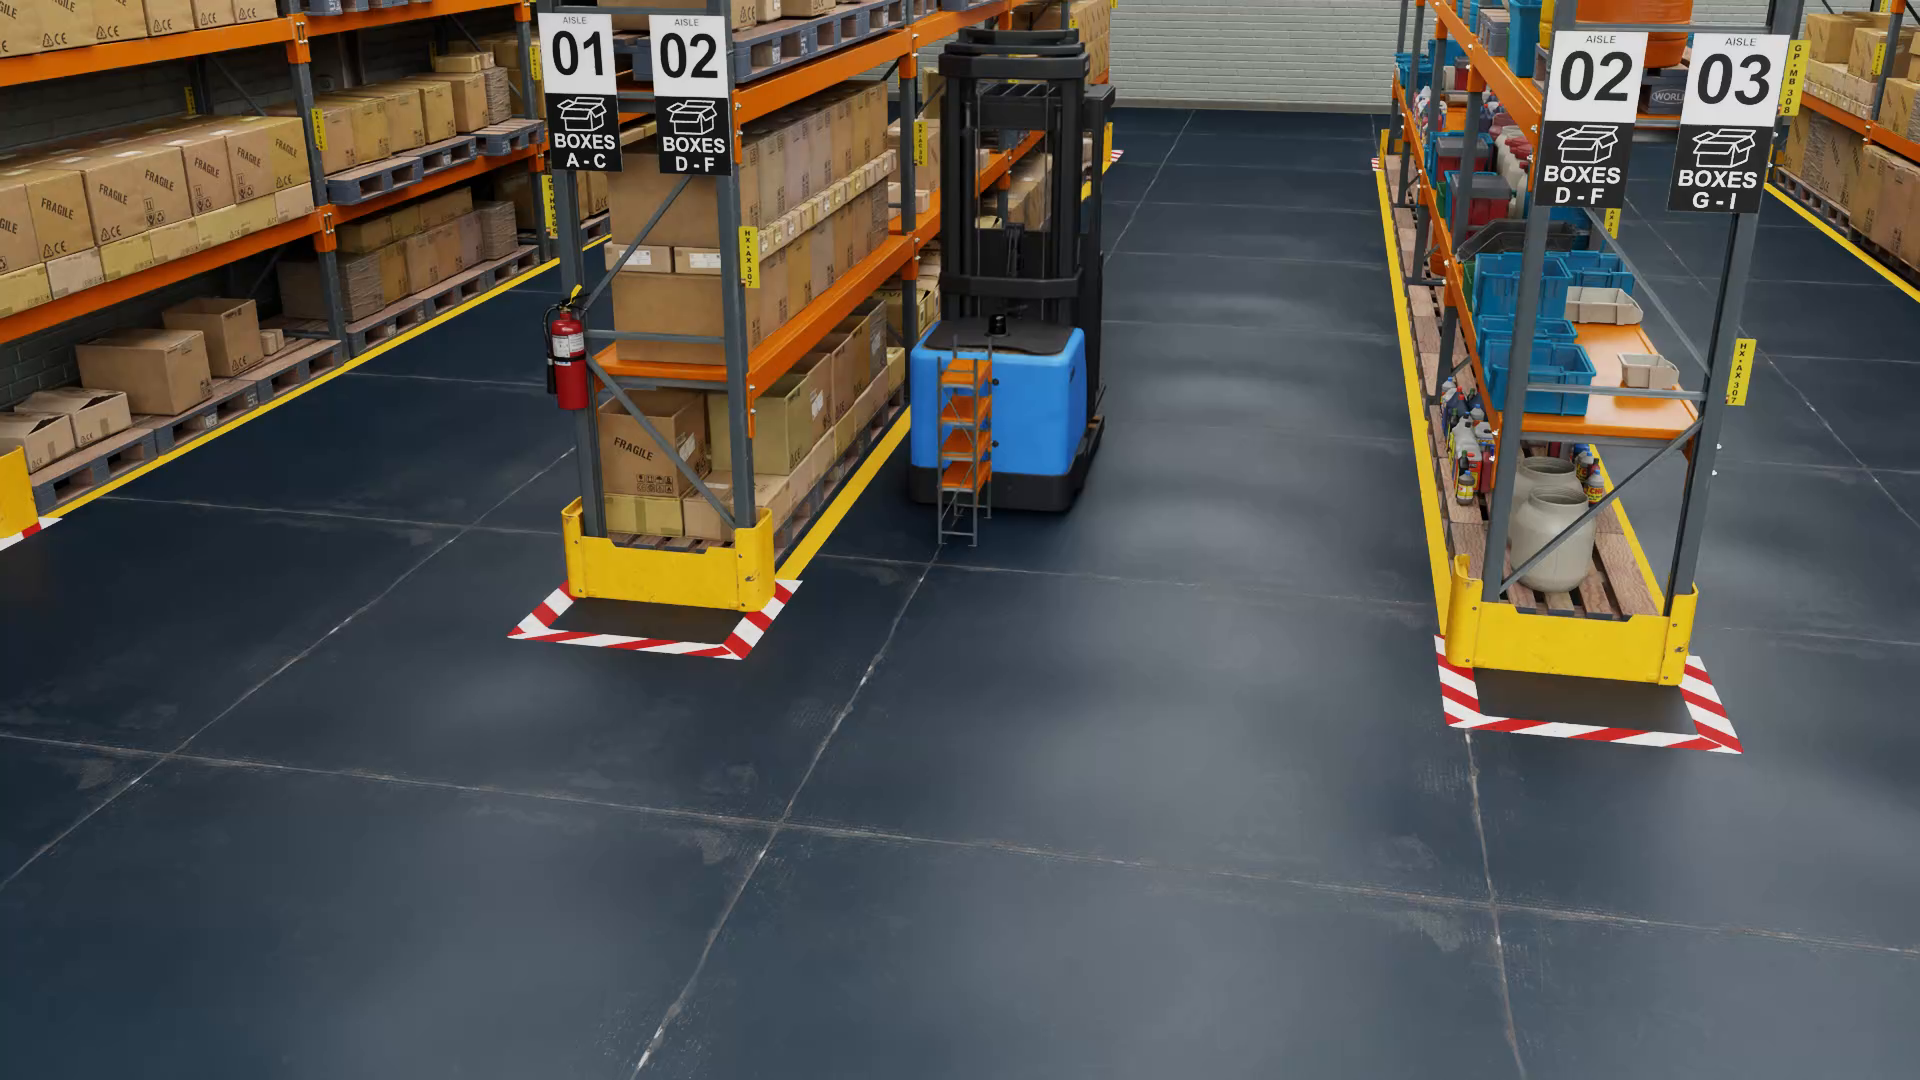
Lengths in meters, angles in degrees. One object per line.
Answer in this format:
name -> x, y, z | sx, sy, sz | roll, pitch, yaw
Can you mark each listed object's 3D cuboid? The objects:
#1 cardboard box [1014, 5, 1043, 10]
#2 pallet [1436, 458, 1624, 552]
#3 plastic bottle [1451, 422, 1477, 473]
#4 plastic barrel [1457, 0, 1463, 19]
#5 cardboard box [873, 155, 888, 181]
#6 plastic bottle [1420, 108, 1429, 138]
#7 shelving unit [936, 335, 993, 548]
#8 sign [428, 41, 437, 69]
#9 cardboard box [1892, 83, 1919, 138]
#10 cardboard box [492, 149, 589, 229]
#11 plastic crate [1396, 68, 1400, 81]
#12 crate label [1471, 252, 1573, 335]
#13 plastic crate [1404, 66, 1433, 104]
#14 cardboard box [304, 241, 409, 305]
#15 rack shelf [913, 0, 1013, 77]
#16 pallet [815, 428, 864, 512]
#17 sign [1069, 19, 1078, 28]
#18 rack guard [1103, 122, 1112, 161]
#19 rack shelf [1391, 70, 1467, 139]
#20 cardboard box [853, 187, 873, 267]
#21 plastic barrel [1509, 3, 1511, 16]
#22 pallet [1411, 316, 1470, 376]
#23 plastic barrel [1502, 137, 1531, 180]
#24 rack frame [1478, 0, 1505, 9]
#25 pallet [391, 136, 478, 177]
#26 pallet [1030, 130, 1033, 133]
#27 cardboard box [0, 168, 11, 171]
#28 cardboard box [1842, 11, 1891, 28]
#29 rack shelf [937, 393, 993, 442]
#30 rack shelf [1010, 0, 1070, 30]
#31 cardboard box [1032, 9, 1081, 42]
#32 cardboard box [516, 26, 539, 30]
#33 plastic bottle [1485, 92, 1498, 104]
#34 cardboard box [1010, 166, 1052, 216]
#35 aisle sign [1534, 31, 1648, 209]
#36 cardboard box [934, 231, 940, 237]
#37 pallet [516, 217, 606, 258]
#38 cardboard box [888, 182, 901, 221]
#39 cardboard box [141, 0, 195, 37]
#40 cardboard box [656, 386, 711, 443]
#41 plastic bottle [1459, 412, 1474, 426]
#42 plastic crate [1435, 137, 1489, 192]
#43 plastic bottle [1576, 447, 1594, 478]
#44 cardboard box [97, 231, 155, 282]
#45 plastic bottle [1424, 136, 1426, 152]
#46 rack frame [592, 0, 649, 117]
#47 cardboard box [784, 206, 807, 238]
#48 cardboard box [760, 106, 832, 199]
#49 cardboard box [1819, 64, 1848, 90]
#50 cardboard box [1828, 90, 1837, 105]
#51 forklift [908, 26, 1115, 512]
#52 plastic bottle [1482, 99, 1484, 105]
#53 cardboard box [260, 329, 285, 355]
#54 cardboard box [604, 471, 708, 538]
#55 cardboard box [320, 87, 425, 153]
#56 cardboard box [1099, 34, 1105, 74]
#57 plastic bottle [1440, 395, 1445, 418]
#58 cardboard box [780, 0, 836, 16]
cardboard box -> 0.746, -6.389, 20.730 | 0.500, 0.500, 0.500 | 4, 22, 10
pallet -> 3.585, -0.198, 10.564 | 1.003, 0.211, 1.213 | 4, 22, 11
plastic bottle -> 3.276, -0.601, 10.788 | 0.144, 0.351, 0.185 | 5, 23, 13
plastic barrel -> 4.168, -4.487, 12.793 | 0.600, 0.901, 0.708 | 4, 22, 11
cardboard box -> -0.737, -2.702, 12.045 | 0.380, 0.149, 0.250 | 4, 22, 10
plastic bottle -> 4.798, -4.275, 17.020 | 0.144, 0.351, 0.185 | 4, 22, 11
shelving unit -> 0.031, -0.610, 10.262 | 0.258, 1.200, 0.503 | 4, 22, 10
sign -> -5.416, -4.978, 17.149 | 0.100, 0.325, 0.005 | 4, 22, 11
cardboard box -> 10.051, -4.443, 17.237 | 0.500, 0.500, 0.500 | 4, 22, 11
cardboard box -> -4.594, -3.857, 18.230 | 0.750, 0.750, 0.750 | 4, 22, 10
plastic crate -> 5.801, -6.052, 21.637 | 0.250, 0.136, 0.298 | 4, 22, 11
crate label -> 3.305, -1.429, 9.840 | 0.502, 0.435, 0.616 | 4, 22, 11
plastic crate -> 5.404, -5.325, 19.501 | 0.392, 0.384, 0.575 | 4, 22, 11
cardboard box -> -5.498, -2.445, 15.166 | 0.700, 0.500, 0.500 | 4, 22, 10
rack shelf -> -0.430, -4.350, 14.087 | 1.077, 0.370, 4.000 | 4, 22, 11
pallet -> -1.288, -0.532, 11.392 | 1.003, 0.211, 1.213 | 4, 22, 11
sign -> 1.338, -5.983, 19.643 | 0.100, 0.325, 0.005 | 4, 22, 11
rack guard -> 1.595, -5.762, 23.992 | 1.175, 0.500, 0.348 | 4, 22, 11
rack shelf -> 6.050, -5.505, 20.971 | 1.077, 0.370, 4.000 | 4, 22, 11
cardboard box -> -1.024, -2.251, 11.794 | 0.700, 0.500, 0.500 | 4, 22, 10
plastic barrel -> 3.702, -3.645, 10.140 | 0.600, 0.901, 0.708 | 4, 22, 11
pallet -> 4.379, -1.626, 14.109 | 1.003, 0.211, 1.213 | 4, 22, 11
plastic barrel -> 4.658, -3.005, 13.617 | 0.433, 0.535, 0.433 | 0, 22, 0
rack frame -> 4.010, -4.965, 10.635 | 1.000, 3.000, 0.127 | 4, 22, 11
pallet -> -5.236, -3.584, 15.494 | 1.003, 0.211, 1.213 | 4, 22, 11
pallet -> 0.370, -4.646, 18.132 | 1.003, 0.211, 1.213 | 4, 22, 11
cardboard box -> -6.504, -2.134, 10.807 | 0.500, 0.500, 0.500 | 5, 22, 12
cardboard box -> 11.465, -6.411, 21.056 | 0.500, 0.500, 0.500 | 5, 22, 12
rack shelf -> 0.031, -0.755, 10.204 | 0.258, 0.148, 0.480 | 4, 22, 10
rack shelf -> 0.386, -5.813, 17.719 | 1.077, 0.370, 4.000 | 4, 22, 11
cardboard box -> 1.166, -6.148, 20.131 | 0.500, 0.500, 0.500 | 5, 22, 12
cardboard box -> -4.713, -5.690, 18.904 | 0.500, 0.250, 0.500 | 4, 22, 10
plastic bottle -> 5.737, -4.656, 17.965 | 0.144, 0.351, 0.185 | 4, 22, 11
cardboard box -> 0.762, -3.965, 18.941 | 0.500, 0.500, 0.500 | 5, 22, 12
aisle sign -> 2.888, -1.921, 7.629 | 0.394, 0.787, 0.004 | 4, 22, 11
cardboard box -> 0.012, -2.802, 15.664 | 0.500, 0.311, 0.500 | 4, 22, 10
pallet -> -4.638, -3.389, 18.486 | 1.003, 0.211, 1.213 | 4, 22, 11
cardboard box -> -0.781, -2.675, 13.180 | 0.500, 0.250, 0.500 | 6, 23, 14
cardboard box -> -5.741, -3.791, 11.576 | 0.500, 0.500, 0.500 | 4, 22, 9
cardboard box -> -1.647, -0.951, 10.814 | 0.500, 0.500, 0.500 | 4, 22, 11
plastic bottle -> 3.407, -0.731, 11.217 | 0.097, 0.271, 0.097 | 0, 22, 0
plastic crate -> 4.197, -3.107, 13.967 | 0.402, 0.464, 0.583 | 4, 22, 11
plastic bottle -> 3.959, -0.459, 10.541 | 0.097, 0.271, 0.097 | 0, 22, 0
cardboard box -> -5.893, -1.945, 11.342 | 0.500, 0.250, 0.500 | 4, 22, 10
plastic bottle -> 4.599, -3.894, 16.273 | 0.097, 0.201, 0.097 | 0, 22, 0
rack frame -> -4.056, -5.863, 20.896 | 1.000, 3.000, 0.127 | 4, 22, 11
cardboard box -> -1.155, -1.950, 10.178 | 0.380, 0.149, 0.250 | 4, 22, 9
cardboard box -> -1.230, -2.496, 10.664 | 0.700, 0.500, 0.500 | 4, 22, 11
cardboard box -> 10.638, -5.541, 19.899 | 0.500, 0.250, 0.500 | 4, 22, 10
cardboard box -> 10.494, -5.220, 19.636 | 0.380, 0.149, 0.250 | 4, 22, 10
forklift -> 0.456, -2.060, 11.544 | 1.130, 2.935, 3.031 | 4, 22, 10
plastic bottle -> 5.596, -4.667, 17.993 | 0.144, 0.351, 0.185 | 4, 22, 11
cardboard box -> -5.768, -1.629, 13.587 | 0.380, 0.166, 0.250 | 2, 22, 4
cardboard box -> -1.834, -0.236, 10.043 | 0.500, 0.250, 0.500 | 4, 22, 11
cardboard box -> -5.327, -3.818, 15.096 | 0.700, 0.500, 0.500 | 8, 23, 18
cardboard box -> 1.683, -6.621, 22.645 | 0.500, 0.500, 0.500 | 5, 22, 11
plastic bottle -> 3.495, -0.968, 11.898 | 0.097, 0.201, 0.097 | 0, 22, 0
cardboard box -> -1.048, -3.382, 9.837 | 0.500, 0.500, 0.500 | 4, 22, 11
